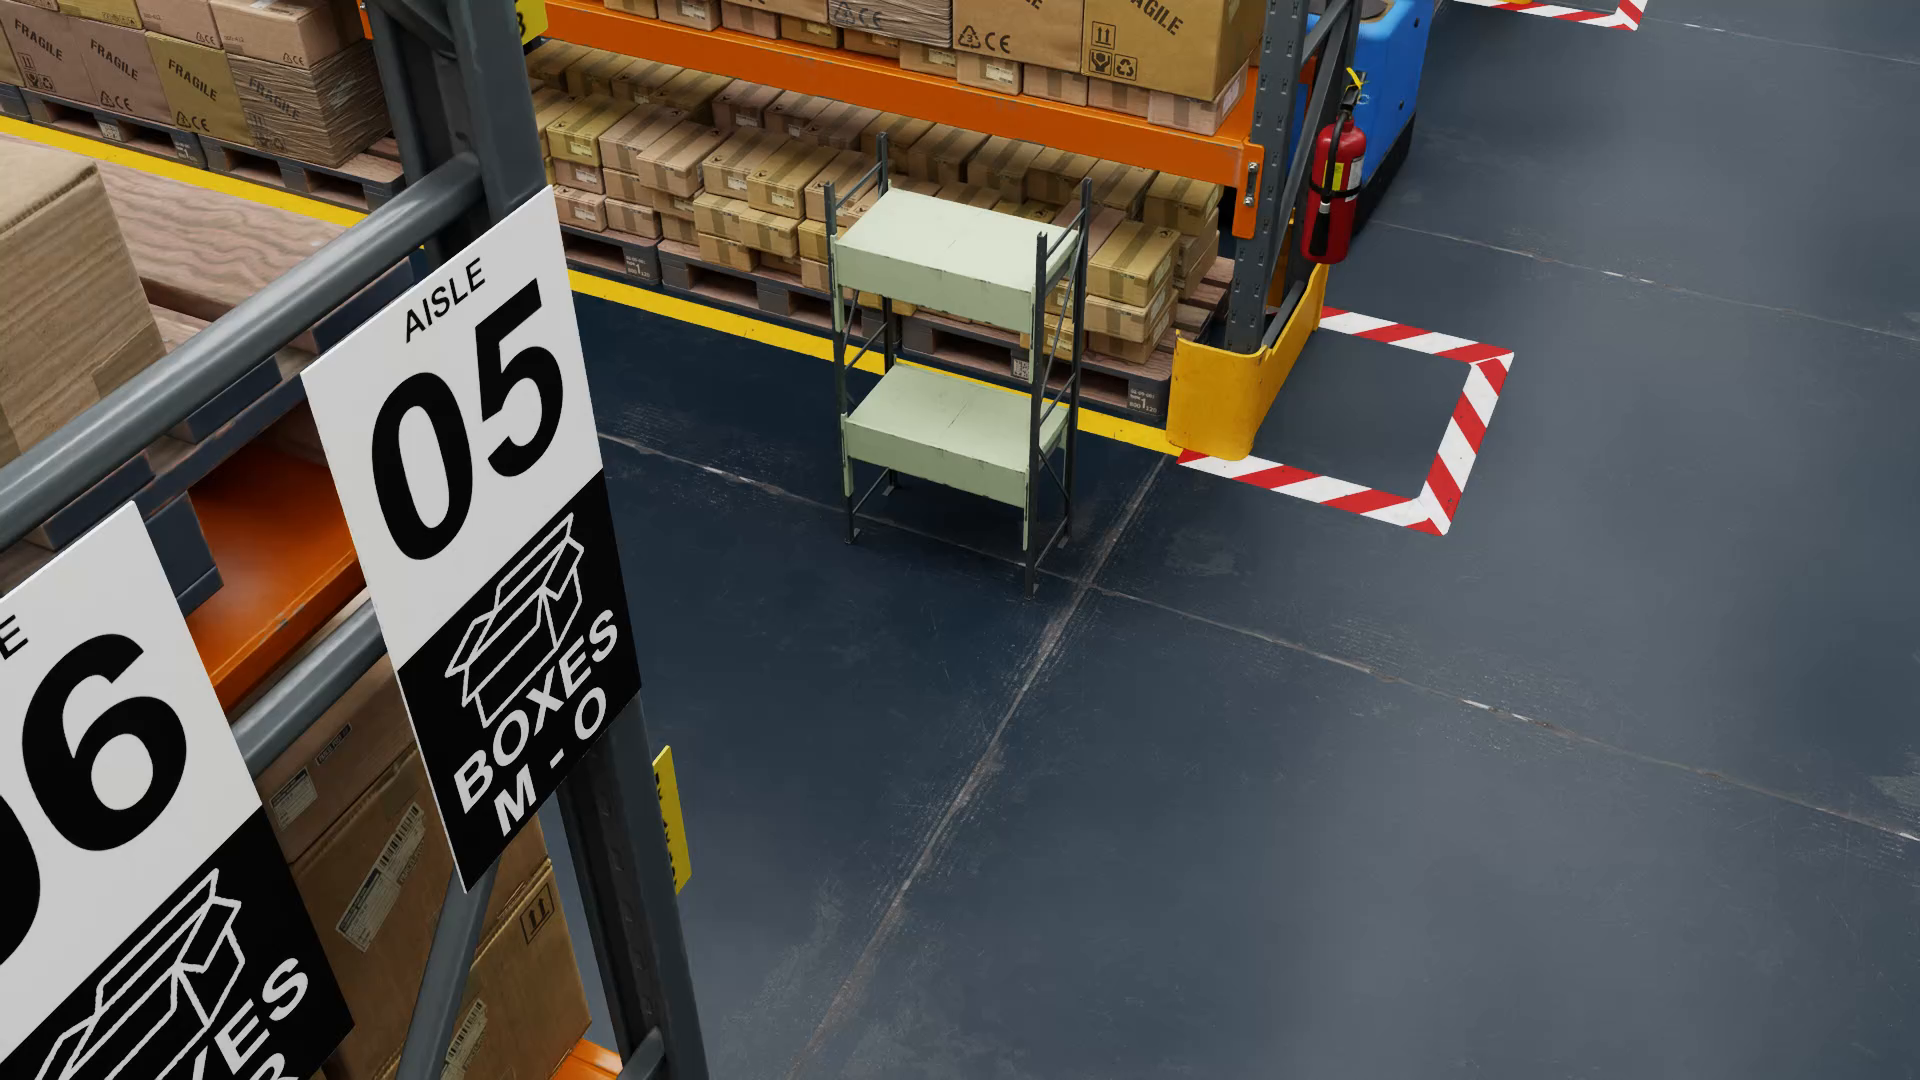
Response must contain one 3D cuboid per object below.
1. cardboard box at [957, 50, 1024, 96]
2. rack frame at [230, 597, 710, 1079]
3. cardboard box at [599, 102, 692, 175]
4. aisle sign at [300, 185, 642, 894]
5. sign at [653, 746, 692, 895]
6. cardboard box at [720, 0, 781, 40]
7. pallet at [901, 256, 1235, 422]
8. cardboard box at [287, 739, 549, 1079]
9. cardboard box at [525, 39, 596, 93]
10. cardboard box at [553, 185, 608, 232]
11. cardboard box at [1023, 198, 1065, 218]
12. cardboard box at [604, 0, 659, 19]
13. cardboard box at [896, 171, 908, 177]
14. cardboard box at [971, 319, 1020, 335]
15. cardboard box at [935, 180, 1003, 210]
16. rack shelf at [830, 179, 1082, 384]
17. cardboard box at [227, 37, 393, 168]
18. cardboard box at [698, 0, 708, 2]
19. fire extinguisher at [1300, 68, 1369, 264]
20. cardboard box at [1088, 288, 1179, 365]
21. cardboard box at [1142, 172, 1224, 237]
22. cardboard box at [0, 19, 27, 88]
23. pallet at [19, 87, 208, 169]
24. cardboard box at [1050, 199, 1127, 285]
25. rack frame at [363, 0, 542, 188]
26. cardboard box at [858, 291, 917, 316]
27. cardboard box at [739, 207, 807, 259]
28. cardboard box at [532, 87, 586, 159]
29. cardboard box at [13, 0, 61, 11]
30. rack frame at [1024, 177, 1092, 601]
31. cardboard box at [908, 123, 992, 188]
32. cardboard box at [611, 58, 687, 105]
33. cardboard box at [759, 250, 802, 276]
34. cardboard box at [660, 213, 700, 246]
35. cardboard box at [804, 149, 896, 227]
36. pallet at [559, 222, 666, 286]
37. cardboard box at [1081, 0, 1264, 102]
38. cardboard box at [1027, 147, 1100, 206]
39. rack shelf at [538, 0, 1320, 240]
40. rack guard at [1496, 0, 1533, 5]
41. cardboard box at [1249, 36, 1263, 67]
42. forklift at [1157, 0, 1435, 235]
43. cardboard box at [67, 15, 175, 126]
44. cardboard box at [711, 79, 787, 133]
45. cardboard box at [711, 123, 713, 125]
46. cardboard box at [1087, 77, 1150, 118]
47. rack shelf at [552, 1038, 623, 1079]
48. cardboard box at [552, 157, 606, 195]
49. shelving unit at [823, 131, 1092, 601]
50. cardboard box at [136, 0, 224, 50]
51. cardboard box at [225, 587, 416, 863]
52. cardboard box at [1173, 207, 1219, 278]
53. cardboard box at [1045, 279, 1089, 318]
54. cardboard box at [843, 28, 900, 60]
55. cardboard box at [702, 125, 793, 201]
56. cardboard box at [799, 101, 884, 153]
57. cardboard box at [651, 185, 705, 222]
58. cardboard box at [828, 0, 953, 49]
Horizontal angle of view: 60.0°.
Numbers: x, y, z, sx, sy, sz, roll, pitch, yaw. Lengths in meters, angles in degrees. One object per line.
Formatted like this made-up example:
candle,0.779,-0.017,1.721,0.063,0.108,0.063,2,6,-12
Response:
cardboard box,0.182,-1.842,6.277,0.250,0.149,0.380,18,44,20
rack frame,-0.720,1.160,2.622,0.127,3.000,1.000,17,44,19
cardboard box,-1.398,-1.791,7.428,0.250,0.149,0.380,16,43,18
aisle sign,-0.532,0.025,1.946,0.004,0.787,0.394,17,44,19
sign,-0.480,0.475,2.690,0.005,0.325,0.100,17,44,19
cardboard box,-0.748,-2.164,6.648,0.250,0.149,0.380,19,44,20
pallet,0.492,-1.019,7.265,1.213,0.211,1.003,17,44,19
cardboard box,-1.034,0.442,2.610,0.500,0.500,0.500,16,43,18
cardboard box,-1.911,-2.276,7.988,0.250,0.149,0.380,18,44,20
cardboard box,-1.661,-1.592,7.653,0.250,0.149,0.380,17,44,18
cardboard box,0.432,-1.422,7.229,0.250,0.149,0.380,18,44,19
cardboard box,-1.251,-2.289,6.792,0.250,0.149,0.380,18,44,19
cardboard box,-0.299,-1.625,7.464,0.250,0.149,0.380,19,44,21
cardboard box,0.238,-1.045,7.021,0.250,0.149,0.380,17,44,18
cardboard box,-0.005,-1.318,6.882,0.250,0.149,0.380,15,43,17
rack shelf,-0.006,-0.863,5.505,0.720,0.370,0.431,17,44,19
cardboard box,-3.120,-2.183,8.067,0.500,0.500,0.500,16,43,18
cardboard box,-1.108,-2.484,6.522,0.500,0.500,0.500,16,43,18
fire extinguisher,1.315,-1.292,5.795,0.183,0.674,0.296,17,44,19
cardboard box,0.716,-0.910,6.865,0.250,0.149,0.380,18,44,19
cardboard box,0.950,-1.459,7.045,0.250,0.149,0.380,15,43,17
cardboard box,-4.978,-2.751,8.722,0.500,0.500,0.500,17,44,19
pallet,-4.159,-2.412,8.871,1.213,0.211,1.003,17,44,19
cardboard box,0.491,-1.212,6.760,0.250,0.149,0.380,18,44,19
rack frame,-2.343,-2.914,7.322,0.127,3.000,1.000,17,44,19
cardboard box,-0.249,-1.139,7.130,0.250,0.149,0.380,15,43,17
cardboard box,-0.749,-1.397,7.201,0.250,0.149,0.380,17,44,19
cardboard box,-1.894,-1.890,7.542,0.250,0.149,0.380,19,44,21
cardboard box,-4.543,-2.899,8.320,0.500,0.250,0.500,17,44,19
rack frame,0.326,-0.467,5.644,0.023,1.500,0.400,17,44,19
cardboard box,-0.031,-1.712,7.337,0.250,0.149,0.380,19,44,20
cardboard box,-1.434,-2.164,7.858,0.250,0.149,0.380,17,44,18
cardboard box,-0.686,-1.341,7.363,0.250,0.149,0.380,18,44,20
cardboard box,-1.151,-1.498,7.544,0.250,0.149,0.380,15,43,17
cardboard box,-0.464,-1.498,7.090,0.250,0.149,0.380,16,43,17
pallet,-1.720,-1.695,8.045,1.213,0.211,1.003,17,44,19
cardboard box,0.766,-1.928,5.881,0.500,0.500,0.500,18,44,19
cardboard box,0.476,-1.610,7.219,0.250,0.149,0.380,17,44,19
rack shelf,-0.531,-2.088,6.918,4.000,0.370,1.077,17,44,19
rack guard,3.492,-3.771,10.219,0.348,0.500,1.175,17,44,19
cardboard box,1.127,-1.996,6.454,0.250,0.149,0.380,17,44,18
forklift,0.716,-3.201,7.706,3.031,2.935,1.130,18,44,20
cardboard box,-4.048,-2.470,8.398,0.500,0.500,0.500,16,43,18
cardboard box,-0.947,-2.026,7.699,0.250,0.149,0.380,15,43,17
cardboard box,-1.237,-1.950,7.839,0.250,0.149,0.380,17,44,19
cardboard box,0.657,-1.725,6.142,0.250,0.149,0.380,17,44,19
rack shelf,-2.532,0.878,3.496,4.000,0.370,1.077,17,44,19
cardboard box,-1.647,-1.754,7.613,0.250,0.149,0.380,17,44,18
shelving unit,-0.006,-0.569,5.761,0.755,1.500,0.431,17,44,19
cardboard box,-3.585,-2.618,7.995,0.500,0.250,0.500,19,44,21
cardboard box,-0.924,0.237,2.352,0.250,0.149,0.380,18,44,20
cardboard box,0.915,-1.297,7.086,0.250,0.149,0.380,19,44,20
cardboard box,0.469,-1.081,6.836,0.250,0.149,0.380,16,43,18
cardboard box,-0.263,-2.043,6.508,0.250,0.149,0.380,15,43,17
cardboard box,-0.920,-1.645,7.260,0.250,0.149,0.380,15,43,17
cardboard box,-0.519,-1.825,7.467,0.250,0.149,0.380,17,44,19
cardboard box,-1.164,-1.588,7.421,0.250,0.149,0.380,19,44,21
cardboard box,-0.162,-2.208,6.204,0.500,0.500,0.500,17,44,19
